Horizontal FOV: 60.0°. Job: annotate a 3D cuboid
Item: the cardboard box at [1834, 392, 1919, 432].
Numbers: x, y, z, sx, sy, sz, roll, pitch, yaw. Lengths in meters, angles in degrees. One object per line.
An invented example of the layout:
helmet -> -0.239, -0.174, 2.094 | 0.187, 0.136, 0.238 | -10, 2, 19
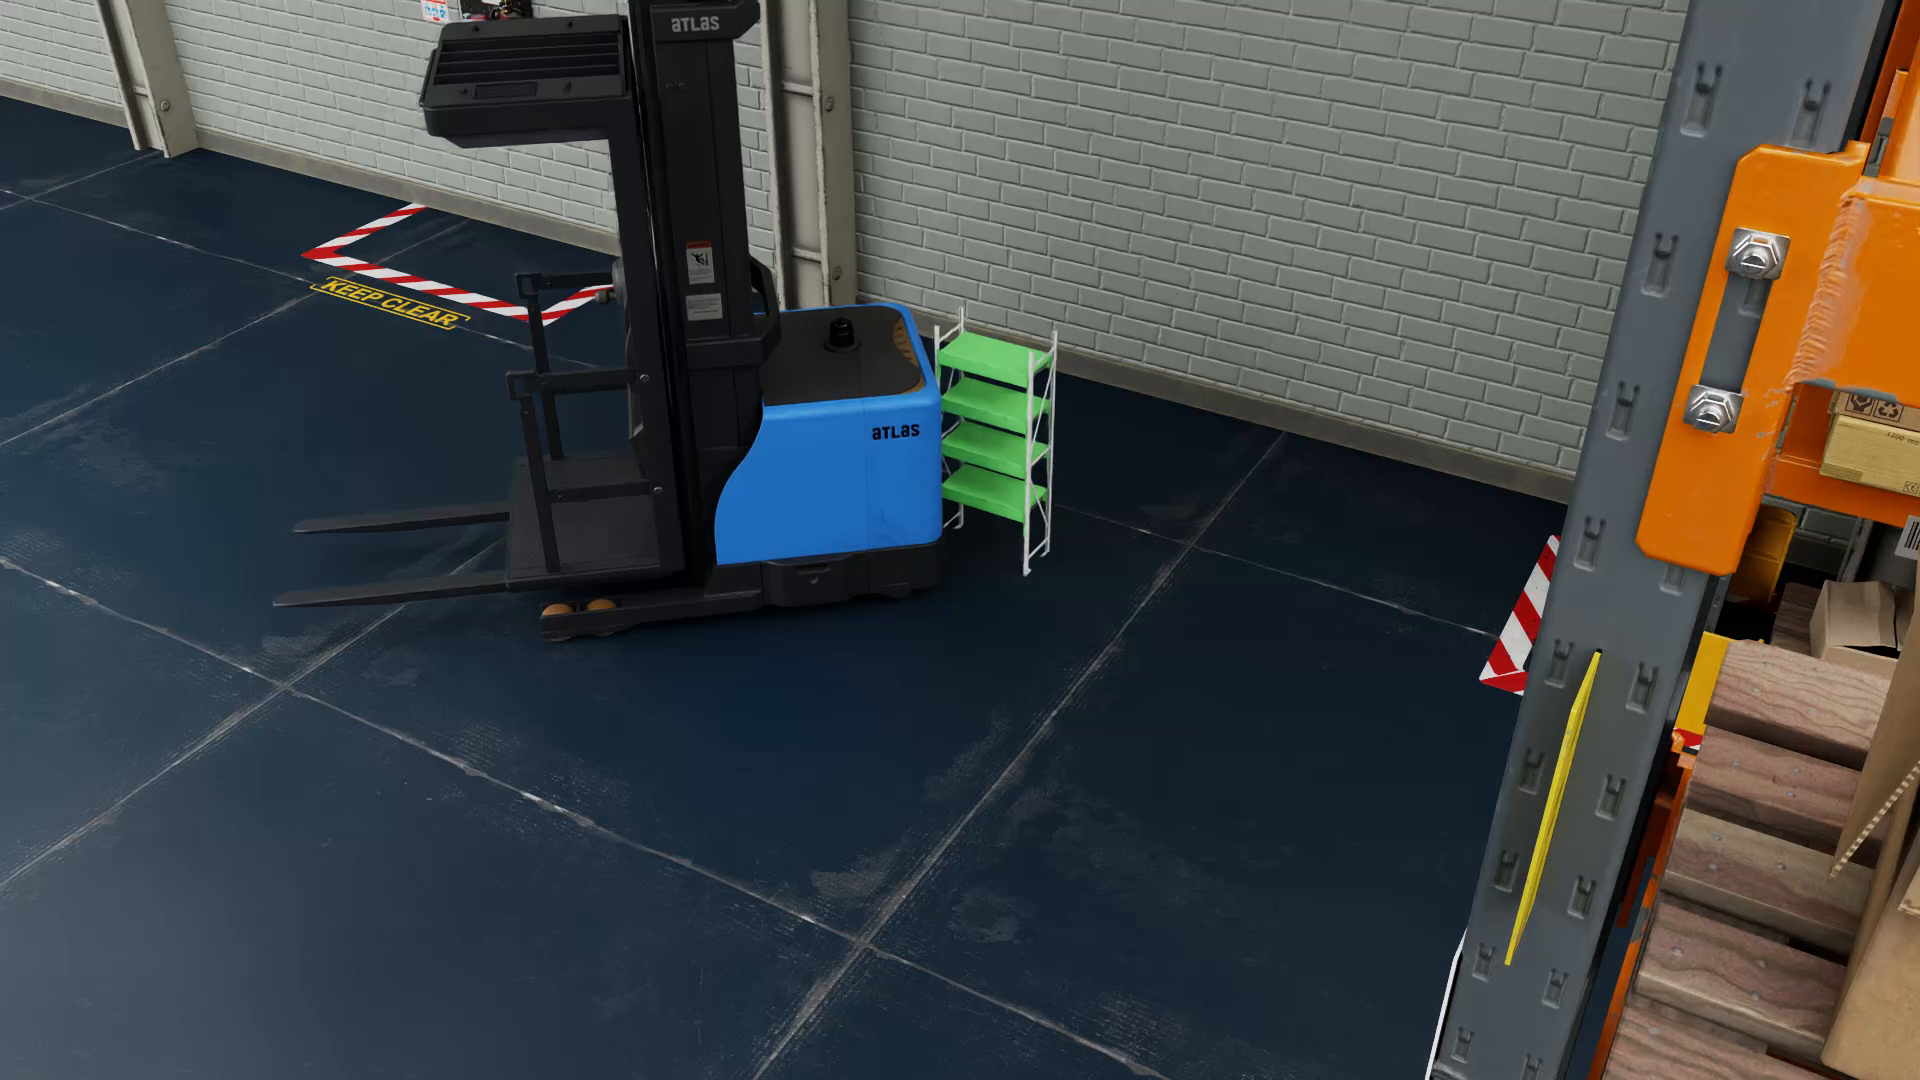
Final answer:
cardboard box -> 3.564, -0.726, 6.074 | 0.500, 0.500, 0.500 | 18, 38, 24

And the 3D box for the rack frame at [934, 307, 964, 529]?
rack frame -> -0.049, -0.523, 7.953 | 0.015, 1.200, 0.240 | 18, 38, 25

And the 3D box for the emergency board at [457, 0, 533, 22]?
emergency board -> -3.000, -3.316, 10.523 | 0.643, 1.169, 0.194 | 18, 37, 24

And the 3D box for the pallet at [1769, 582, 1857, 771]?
pallet -> 4.052, 0.678, 7.041 | 1.213, 0.211, 1.003 | 18, 37, 24

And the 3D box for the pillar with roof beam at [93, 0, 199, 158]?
pillar with roof beam -> -8.219, -4.693, 7.179 | 0.400, 9.000, 9.100 | 18, 37, 24

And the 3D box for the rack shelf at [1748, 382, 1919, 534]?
rack shelf -> 5.035, 0.106, 6.034 | 4.000, 0.370, 1.077 | 18, 37, 24

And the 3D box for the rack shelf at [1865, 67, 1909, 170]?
rack shelf -> 5.035, -1.143, 5.203 | 4.000, 0.370, 1.077 | 18, 37, 24

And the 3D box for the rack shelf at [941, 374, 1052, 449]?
rack shelf -> 0.161, -0.601, 7.753 | 0.480, 0.148, 0.258 | 18, 38, 25

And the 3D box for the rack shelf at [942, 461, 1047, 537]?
rack shelf -> 0.161, -0.202, 8.019 | 0.480, 0.148, 0.258 | 18, 38, 25

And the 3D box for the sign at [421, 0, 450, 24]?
sign -> -3.429, -3.532, 10.816 | 0.234, 0.329, 0.001 | 18, 37, 24

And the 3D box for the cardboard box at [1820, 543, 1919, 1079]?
cardboard box -> 1.341, 0.277, 1.824 | 0.637, 0.503, 0.797 | 20, 39, 28

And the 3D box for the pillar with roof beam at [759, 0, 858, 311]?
pillar with roof beam -> -3.010, -3.043, 4.701 | 0.400, 9.000, 9.100 | 18, 37, 24

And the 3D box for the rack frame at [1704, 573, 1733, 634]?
rack frame -> 3.299, -0.744, 6.661 | 0.127, 3.000, 1.000 | 18, 37, 24

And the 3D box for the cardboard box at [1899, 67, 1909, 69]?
cardboard box -> 3.465, -1.830, 5.477 | 0.500, 0.500, 0.500 | 19, 38, 26

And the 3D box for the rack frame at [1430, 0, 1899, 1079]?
rack frame -> 0.844, -0.856, 1.416 | 0.127, 3.000, 1.000 | 18, 37, 24

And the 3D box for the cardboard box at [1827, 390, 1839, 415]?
cardboard box -> 3.801, -0.654, 6.644 | 0.500, 0.250, 0.500 | 18, 38, 25

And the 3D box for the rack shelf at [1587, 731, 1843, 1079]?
rack shelf -> 2.580, 1.242, 1.621 | 4.000, 0.370, 1.077 | 18, 37, 24

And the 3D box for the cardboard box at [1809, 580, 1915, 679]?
cardboard box -> 3.855, 0.426, 6.933 | 0.500, 0.311, 0.500 | 13, 36, 19

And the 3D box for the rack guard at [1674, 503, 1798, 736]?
rack guard -> 3.365, 0.318, 7.322 | 0.348, 0.500, 1.175 | 18, 37, 24

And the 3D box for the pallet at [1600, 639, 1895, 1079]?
pallet -> 1.445, 0.636, 1.962 | 1.213, 0.211, 1.003 | 18, 37, 24

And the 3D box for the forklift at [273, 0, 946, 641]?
forklift -> -1.636, -1.079, 7.227 | 3.031, 2.935, 1.130 | -6, 34, -9

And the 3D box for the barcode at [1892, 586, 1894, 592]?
barcode -> 4.069, 0.235, 7.212 | 0.075, 0.075, 0.001 | 18, 37, 24

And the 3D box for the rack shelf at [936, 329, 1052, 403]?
rack shelf -> 0.161, -0.801, 7.620 | 0.480, 0.148, 0.258 | 18, 38, 25

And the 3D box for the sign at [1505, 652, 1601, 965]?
sign -> 0.563, 0.261, 1.585 | 0.005, 0.325, 0.100 | 18, 37, 24

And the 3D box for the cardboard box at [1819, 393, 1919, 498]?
cardboard box -> 3.565, -0.403, 6.266 | 0.500, 0.250, 0.500 | 16, 37, 23

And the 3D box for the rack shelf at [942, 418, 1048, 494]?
rack shelf -> 0.161, -0.401, 7.886 | 0.480, 0.148, 0.258 | 18, 38, 25

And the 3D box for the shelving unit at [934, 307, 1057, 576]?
shelving unit -> 0.161, -0.455, 7.850 | 0.503, 1.200, 0.258 | 18, 38, 25

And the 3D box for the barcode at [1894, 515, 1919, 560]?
barcode -> 1.345, 0.002, 2.311 | 0.075, 0.075, 0.001 | 18, 37, 24

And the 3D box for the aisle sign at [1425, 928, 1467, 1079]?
aisle sign -> 0.635, 0.688, 2.164 | 0.004, 0.787, 0.394 | 18, 37, 24

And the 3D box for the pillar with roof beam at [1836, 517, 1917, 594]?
pillar with roof beam -> 2.200, -1.393, 2.223 | 0.400, 9.000, 9.100 | 18, 37, 24

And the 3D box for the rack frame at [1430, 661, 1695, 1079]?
rack frame -> 0.844, 1.641, 3.079 | 0.127, 3.000, 1.000 | 18, 37, 24

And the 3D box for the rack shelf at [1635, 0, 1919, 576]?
rack shelf -> 2.580, 0.160, 0.901 | 4.000, 0.370, 1.077 | 18, 37, 24

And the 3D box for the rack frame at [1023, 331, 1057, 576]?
rack frame -> 0.372, -0.386, 7.748 | 0.015, 1.200, 0.240 | 18, 38, 25
